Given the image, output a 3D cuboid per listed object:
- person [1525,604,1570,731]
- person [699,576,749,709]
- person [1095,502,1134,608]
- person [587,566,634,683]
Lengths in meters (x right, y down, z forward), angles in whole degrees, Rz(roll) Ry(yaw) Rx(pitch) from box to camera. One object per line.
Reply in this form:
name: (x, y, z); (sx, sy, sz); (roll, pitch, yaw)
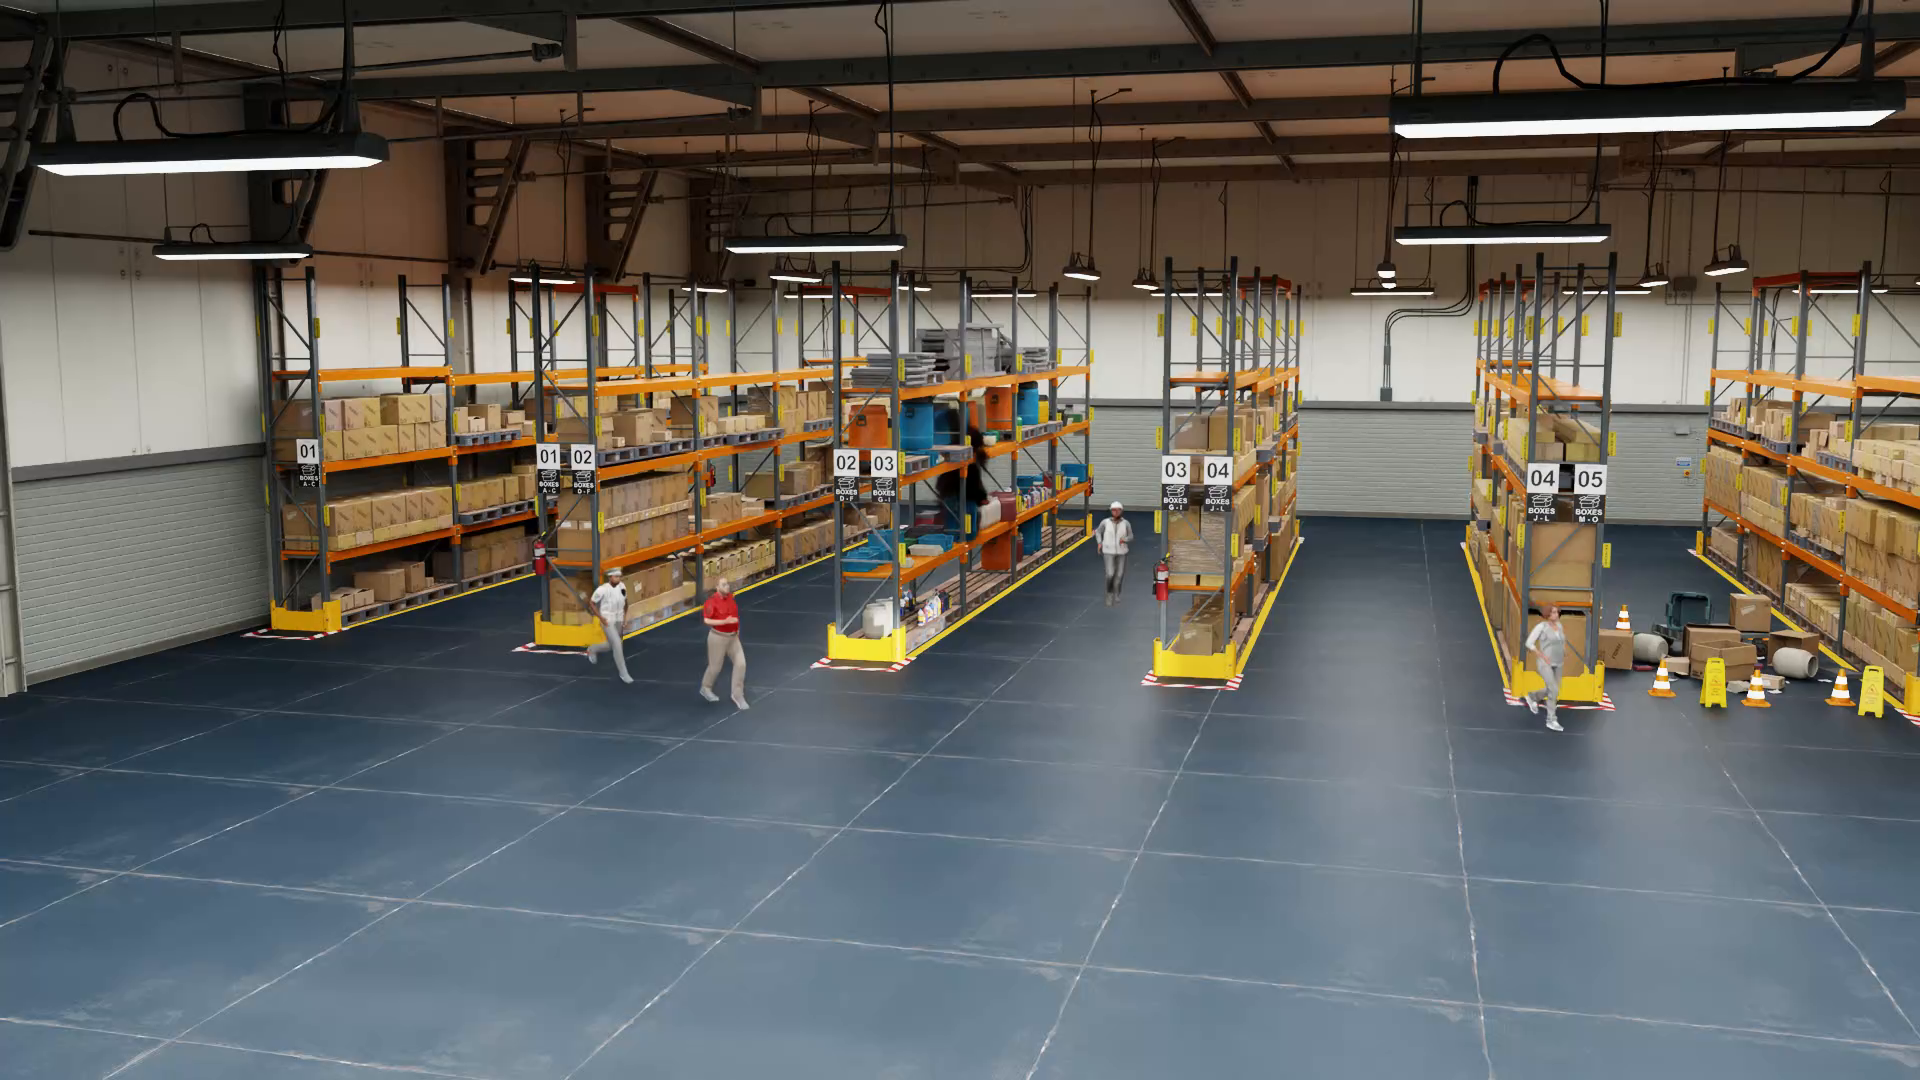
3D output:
person: (7.379, 1.576, 20.971); (0.556, 1.580, 0.699); (-3, 8, -24)
person: (-3.158, 1.407, 22.069); (0.819, 1.724, 0.637); (7, 10, 43)
person: (2.650, 0.254, 28.433); (0.633, 1.816, 0.677); (0, 7, -2)
person: (-5.054, 1.187, 23.859); (0.983, 1.684, 0.575); (6, 9, 37)
